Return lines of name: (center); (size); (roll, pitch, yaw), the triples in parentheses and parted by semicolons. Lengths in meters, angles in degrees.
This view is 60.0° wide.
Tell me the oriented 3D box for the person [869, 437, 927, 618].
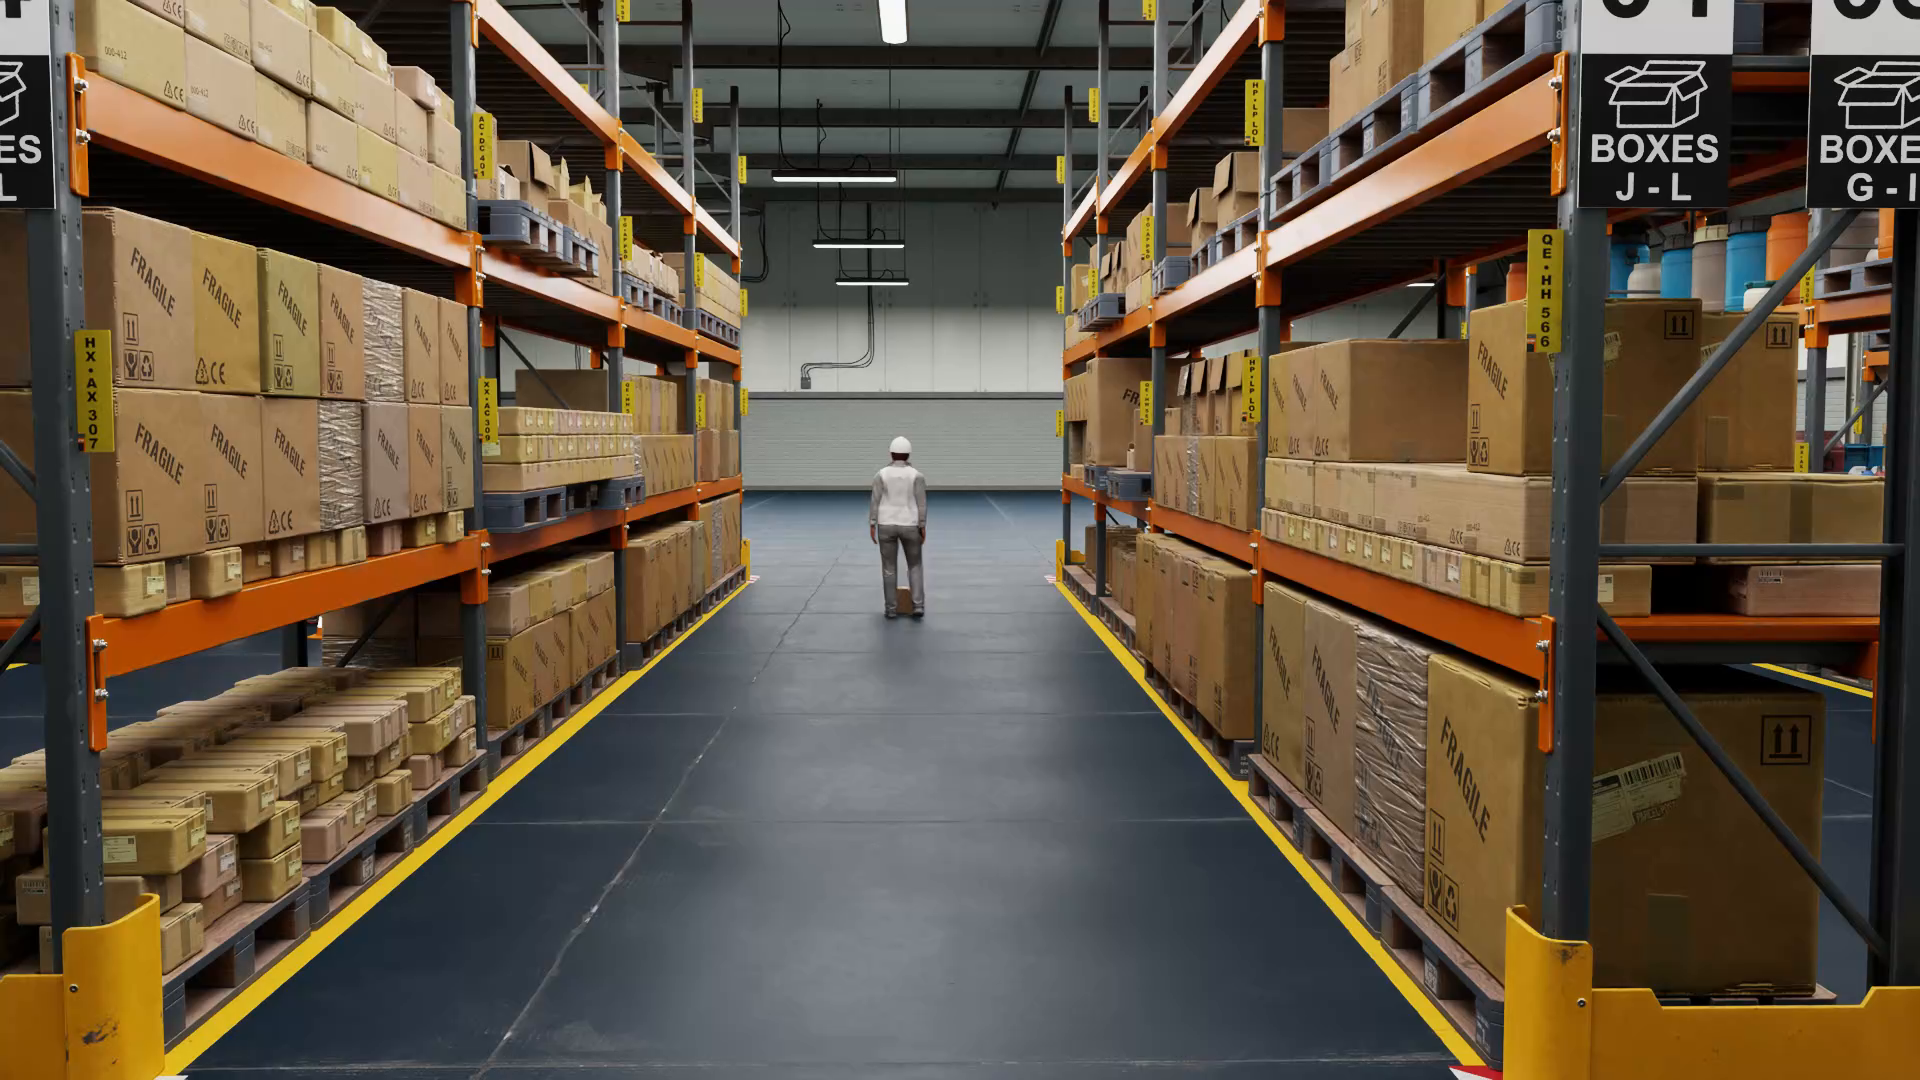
person: (-0.609, -0.116, 16.392); (0.575, 1.800, 0.372); (0, 4, -1)
